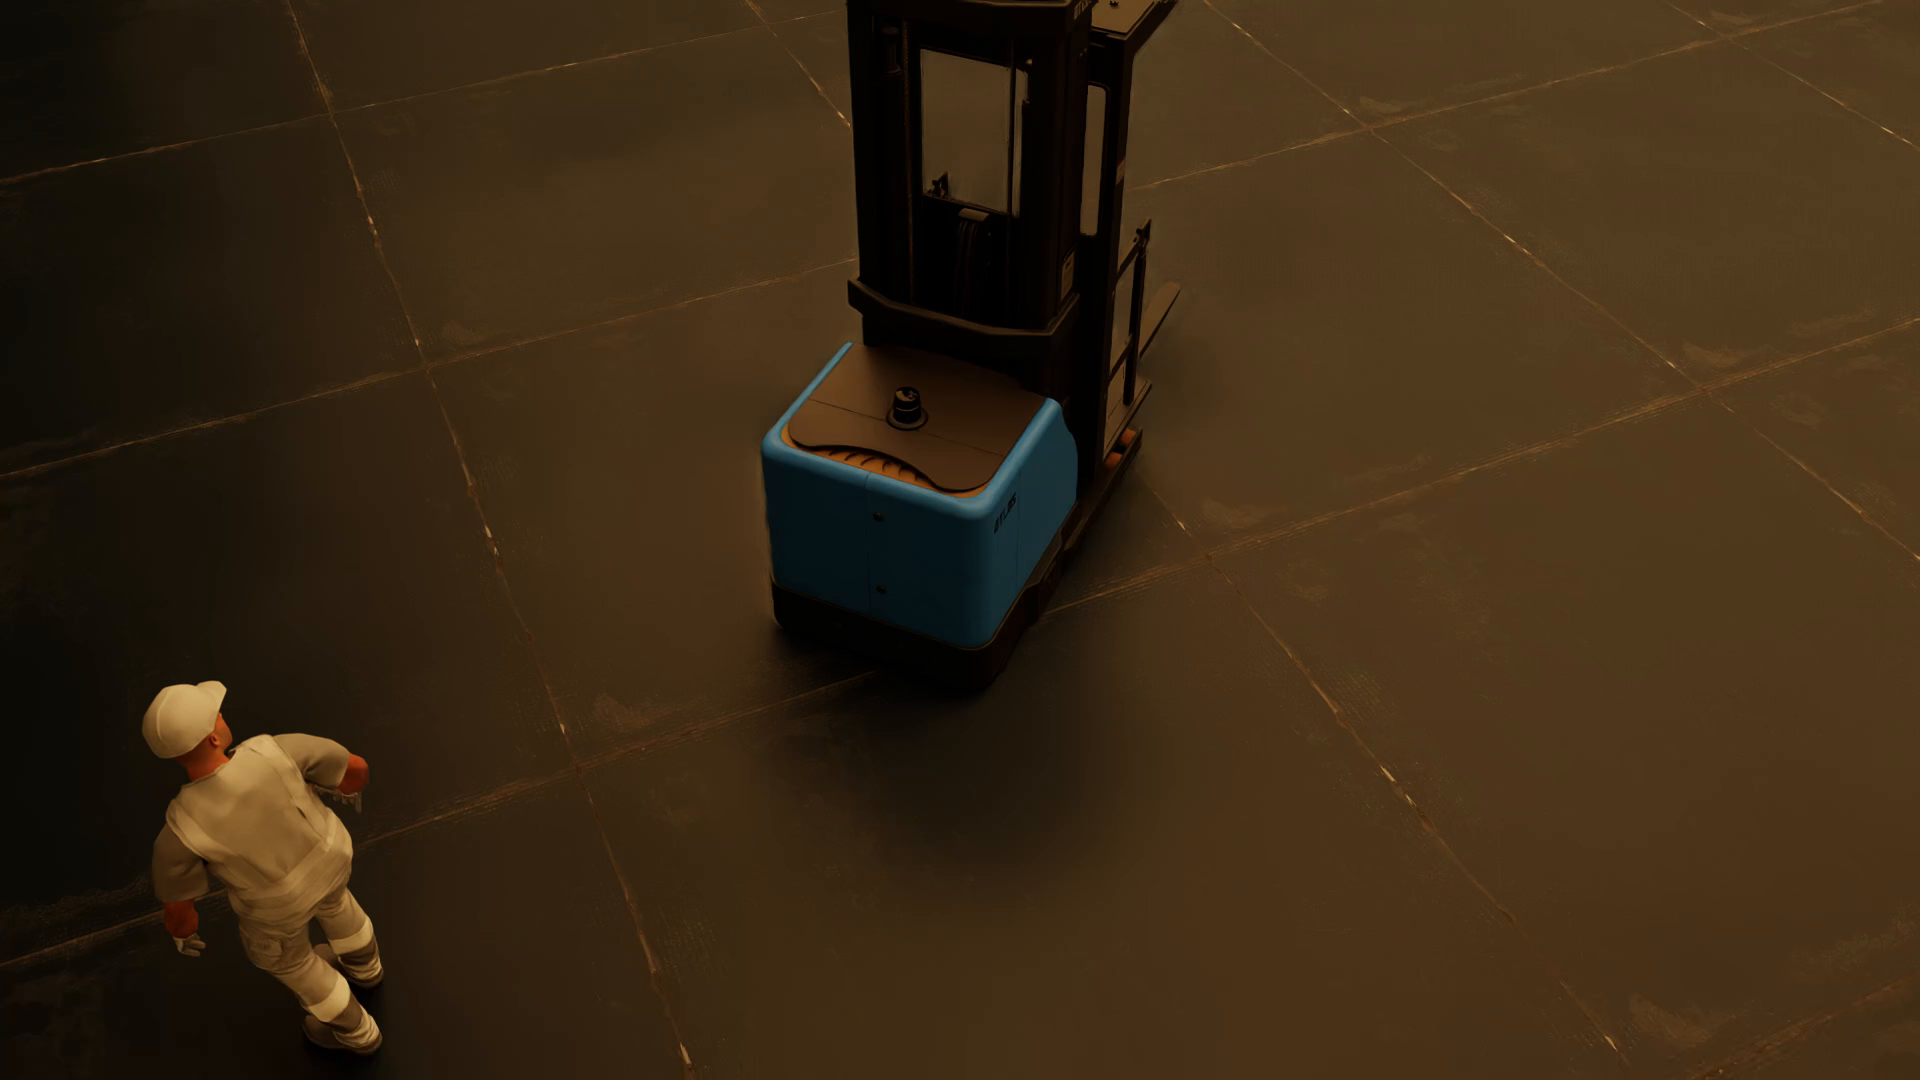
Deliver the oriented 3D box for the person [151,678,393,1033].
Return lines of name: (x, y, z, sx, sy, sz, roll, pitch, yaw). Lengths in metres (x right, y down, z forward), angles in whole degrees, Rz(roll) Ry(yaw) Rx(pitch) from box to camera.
person: (-2.209, 0.986, 5.453, 0.634, 1.788, 0.650, -15, 45, -15)

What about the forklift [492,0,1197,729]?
forklift: (-0.516, -0.843, 6.583, 3.031, 2.935, 1.130, -20, 47, -20)
